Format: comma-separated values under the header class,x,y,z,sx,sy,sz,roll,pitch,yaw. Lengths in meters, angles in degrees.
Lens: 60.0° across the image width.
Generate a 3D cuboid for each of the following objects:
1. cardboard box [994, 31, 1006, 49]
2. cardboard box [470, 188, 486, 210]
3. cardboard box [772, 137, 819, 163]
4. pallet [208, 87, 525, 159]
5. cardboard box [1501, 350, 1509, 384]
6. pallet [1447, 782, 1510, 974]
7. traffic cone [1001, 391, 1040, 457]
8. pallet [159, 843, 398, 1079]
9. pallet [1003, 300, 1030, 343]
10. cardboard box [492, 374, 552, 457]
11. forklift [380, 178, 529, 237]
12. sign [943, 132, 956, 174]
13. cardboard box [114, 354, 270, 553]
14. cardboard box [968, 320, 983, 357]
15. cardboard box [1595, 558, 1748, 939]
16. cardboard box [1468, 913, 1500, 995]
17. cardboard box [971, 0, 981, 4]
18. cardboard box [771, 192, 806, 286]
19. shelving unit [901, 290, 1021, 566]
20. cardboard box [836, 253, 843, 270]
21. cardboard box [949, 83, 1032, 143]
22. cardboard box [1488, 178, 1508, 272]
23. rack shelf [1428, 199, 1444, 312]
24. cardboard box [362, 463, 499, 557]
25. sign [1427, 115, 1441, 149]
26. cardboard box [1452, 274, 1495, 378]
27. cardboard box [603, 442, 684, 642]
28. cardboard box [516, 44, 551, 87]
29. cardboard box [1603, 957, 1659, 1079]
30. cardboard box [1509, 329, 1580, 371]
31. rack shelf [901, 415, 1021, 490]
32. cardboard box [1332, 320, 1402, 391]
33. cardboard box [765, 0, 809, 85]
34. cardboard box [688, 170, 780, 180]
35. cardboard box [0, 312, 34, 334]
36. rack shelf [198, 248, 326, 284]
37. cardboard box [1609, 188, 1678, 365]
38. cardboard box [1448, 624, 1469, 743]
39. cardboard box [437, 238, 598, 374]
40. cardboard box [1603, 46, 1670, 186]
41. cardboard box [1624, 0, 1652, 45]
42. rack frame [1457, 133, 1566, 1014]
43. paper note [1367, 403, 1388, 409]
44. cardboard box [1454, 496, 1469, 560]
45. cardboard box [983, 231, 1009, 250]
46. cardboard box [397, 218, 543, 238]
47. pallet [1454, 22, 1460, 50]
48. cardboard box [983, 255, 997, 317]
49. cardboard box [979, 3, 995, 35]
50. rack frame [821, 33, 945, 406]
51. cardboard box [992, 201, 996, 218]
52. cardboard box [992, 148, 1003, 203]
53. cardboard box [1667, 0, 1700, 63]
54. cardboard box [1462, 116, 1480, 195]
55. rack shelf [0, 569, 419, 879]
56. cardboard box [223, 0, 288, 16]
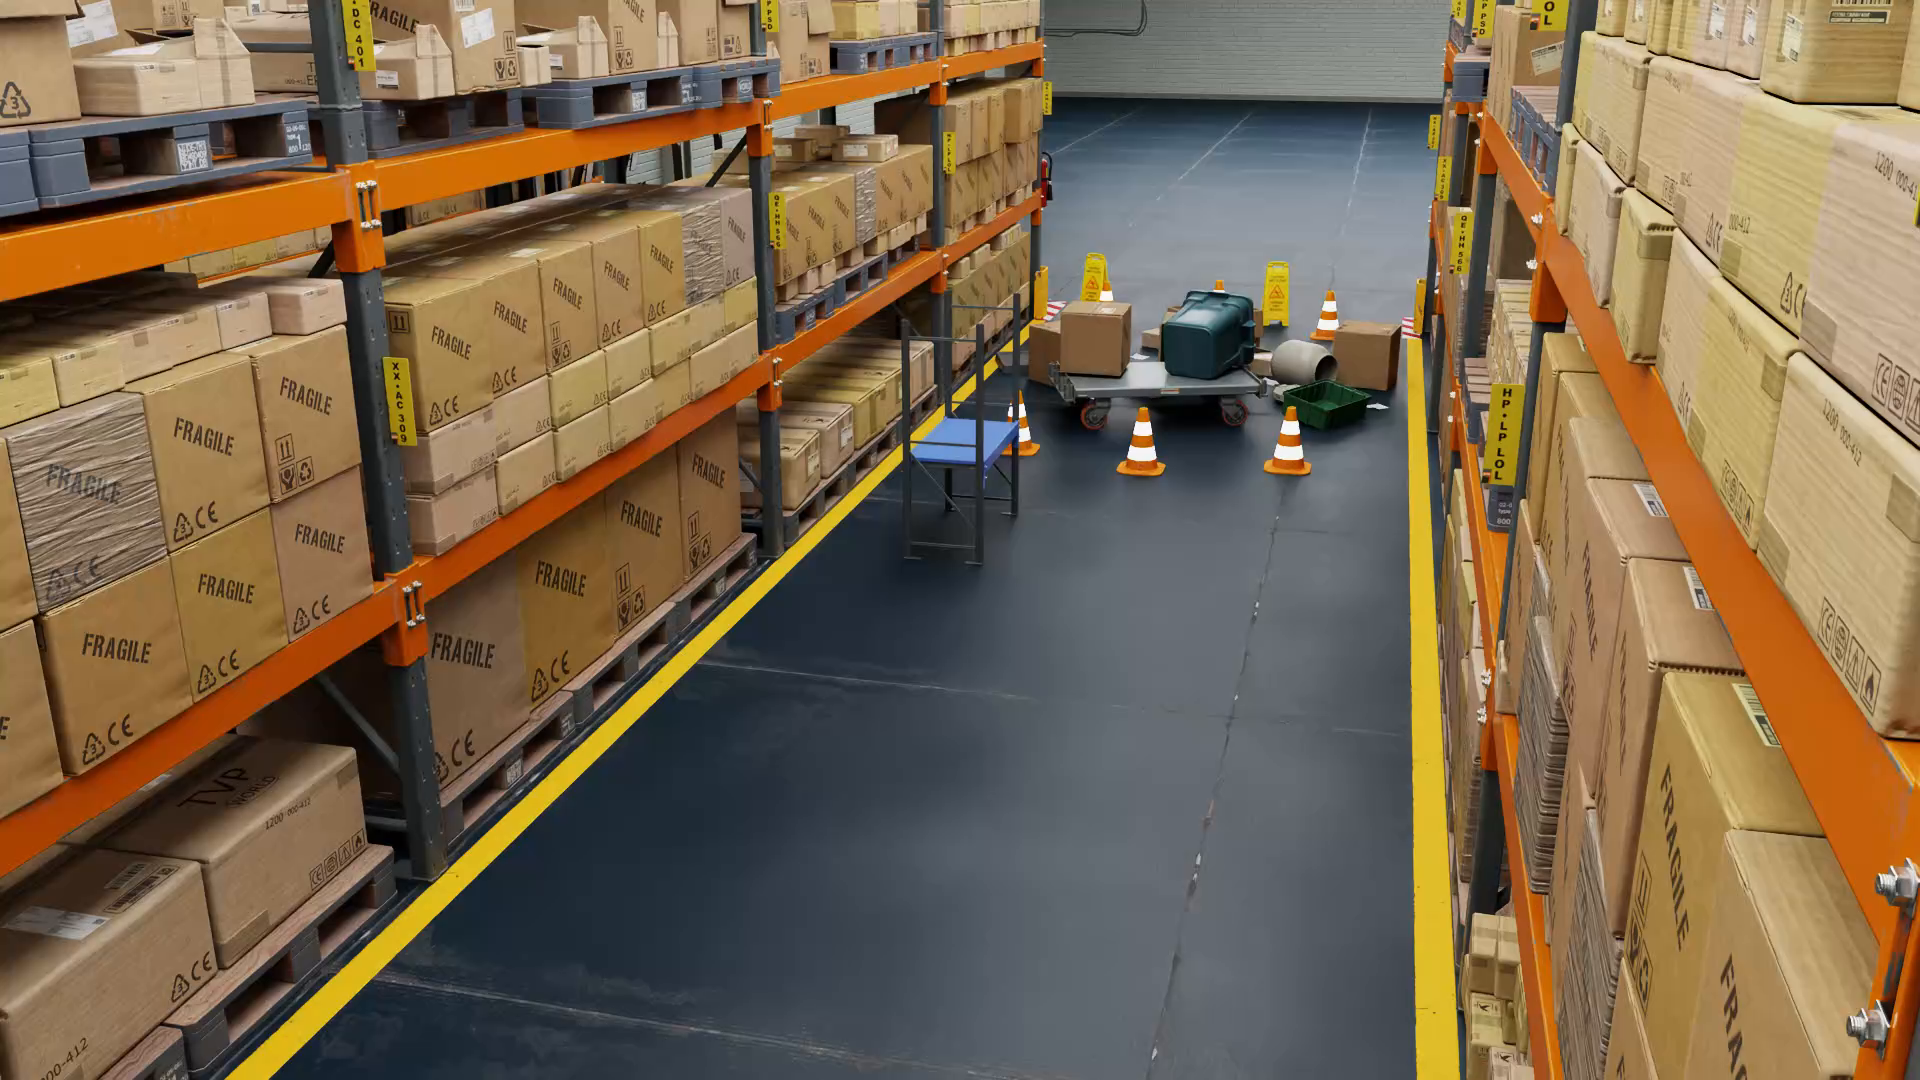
class,x,y,z,sx,sy,sz,roll,pitch,yaw
cardboard box,0.205,-4.542,15.094,0.380,0.149,0.250,4,19,13
cardboard box,-4.843,-3.487,16.101,0.500,0.500,0.500,4,19,13
cardboard box,-1.248,-2.833,12.072,0.380,0.149,0.250,6,20,16
pallet,-2.403,-1.720,6.737,0.805,0.209,1.217,4,19,11
cardboard box,2.661,-0.753,7.529,0.380,0.149,0.250,5,19,13
pallet,2.435,1.335,6.452,1.003,0.211,1.213,5,19,13
traffic cone,0.430,-0.907,12.628,0.336,0.463,0.334,5,19,13
pallet,-2.841,1.452,6.109,1.003,0.211,1.213,5,19,13
pallet,0.102,-2.265,16.993,1.003,0.211,1.213,5,19,13
cardboard box,-2.098,-0.546,7.105,0.500,0.250,0.500,5,19,14
forklift,-3.528,-1.851,11.574,1.130,2.935,3.031,-5,20,-16
sign,-0.085,-3.112,13.367,0.100,0.325,0.005,5,19,13
cardboard box,-2.558,-0.292,5.200,0.500,0.500,0.500,4,19,13
cardboard box,-0.099,-1.836,15.027,0.500,0.250,0.500,6,20,16
cardboard box,1.381,0.367,2.811,0.500,0.500,0.500,6,20,16
cardboard box,1.847,1.358,5.372,0.380,0.149,0.250,6,20,16
cardboard box,-0.032,-4.604,14.040,0.380,0.149,0.250,5,19,13
cardboard box,-1.267,-1.863,10.236,0.500,0.500,0.500,4,19,12
shelving unit,0.021,-0.736,10.523,0.538,1.500,1.048,5,19,13
cardboard box,-1.027,-1.946,11.484,0.380,0.149,0.250,5,20,16
cardboard box,0.284,-4.018,15.650,0.700,0.500,0.500,4,19,13
cardboard box,3.465,-1.813,9.653,0.700,0.500,0.500,4,19,13
rack shelf,4.689,-2.534,14.579,1.077,0.370,4.000,5,19,13
cardboard box,-2.215,-0.146,6.705,0.500,0.250,0.500,4,19,12
sign,4.641,-3.994,16.279,0.100,0.325,0.005,5,19,13
cardboard box,3.073,-1.204,9.416,0.500,0.500,0.500,5,19,13
cardboard box,-2.073,-0.057,8.852,0.875,0.875,0.875,5,19,14
cardboard box,-1.930,-1.976,6.903,0.380,0.166,0.250,3,19,10
cardboard box,1.260,1.003,2.495,0.500,0.500,0.500,4,19,12
cardboard box,2.603,-0.814,7.248,0.380,0.149,0.250,5,20,15
rack shelf,0.021,-0.566,10.582,0.538,0.185,1.000,5,19,13
cardboard box,3.585,-1.634,14.693,0.500,0.500,0.500,8,21,23
cardboard box,-1.360,-3.116,10.375,0.700,0.500,0.500,5,19,13
cardboard box,-1.522,-2.226,11.298,0.500,0.500,0.500,3,19,10
cardboard box,-3.096,-0.610,5.129,0.380,0.149,0.250,5,19,13
rack shelf,-5.927,-2.030,13.104,1.077,0.370,4.000,5,19,13
cardboard box,1.486,-0.482,3.048,0.500,0.250,0.500,6,20,16
cardboard box,2.438,0.671,7.300,0.500,0.500,0.500,4,19,12
cardboard box,-1.970,-1.054,7.430,0.500,0.500,0.500,4,19,12
cardboard box,1.633,-0.881,3.444,0.500,0.250,0.500,5,19,14
cardboard box,1.727,-1.198,3.756,0.380,0.149,0.250,4,19,12
rack frame,2.246,0.260,5.286,1.000,3.000,0.127,5,19,13
paper note,3.487,-1.125,13.934,0.147,0.020,0.142,-9,21,-24
cardboard box,2.696,-0.009,8.130,0.500,0.250,0.500,4,19,13
cardboard box,0.255,-2.867,15.881,0.380,0.149,0.250,6,20,16
cardboard box,-2.339,-1.263,8.044,0.500,0.500,0.500,5,19,14
pallet,4.711,-4.262,14.021,1.003,0.211,1.213,5,19,13
cardboard box,0.029,-2.354,15.383,0.500,0.500,0.500,6,20,16
cardboard box,0.001,-4.531,14.443,0.500,0.250,0.500,5,19,14
rack frame,-0.624,-2.607,13.679,1.000,3.000,0.127,5,19,13
cardboard box,0.120,-3.043,15.344,0.380,0.149,0.250,5,19,13
cardboard box,0.093,-3.386,15.346,0.500,0.500,0.500,5,19,14
cardboard box,1.521,-0.951,3.031,0.380,0.149,0.250,4,19,12
cardboard box,4.324,-2.943,12.759,0.875,0.550,0.550,5,19,13
rack shelf,-3.068,0.868,4.619,1.077,0.370,4.000,5,19,13
cardboard box,-5.567,-4.134,12.844,0.500,0.311,0.500,4,19,12
